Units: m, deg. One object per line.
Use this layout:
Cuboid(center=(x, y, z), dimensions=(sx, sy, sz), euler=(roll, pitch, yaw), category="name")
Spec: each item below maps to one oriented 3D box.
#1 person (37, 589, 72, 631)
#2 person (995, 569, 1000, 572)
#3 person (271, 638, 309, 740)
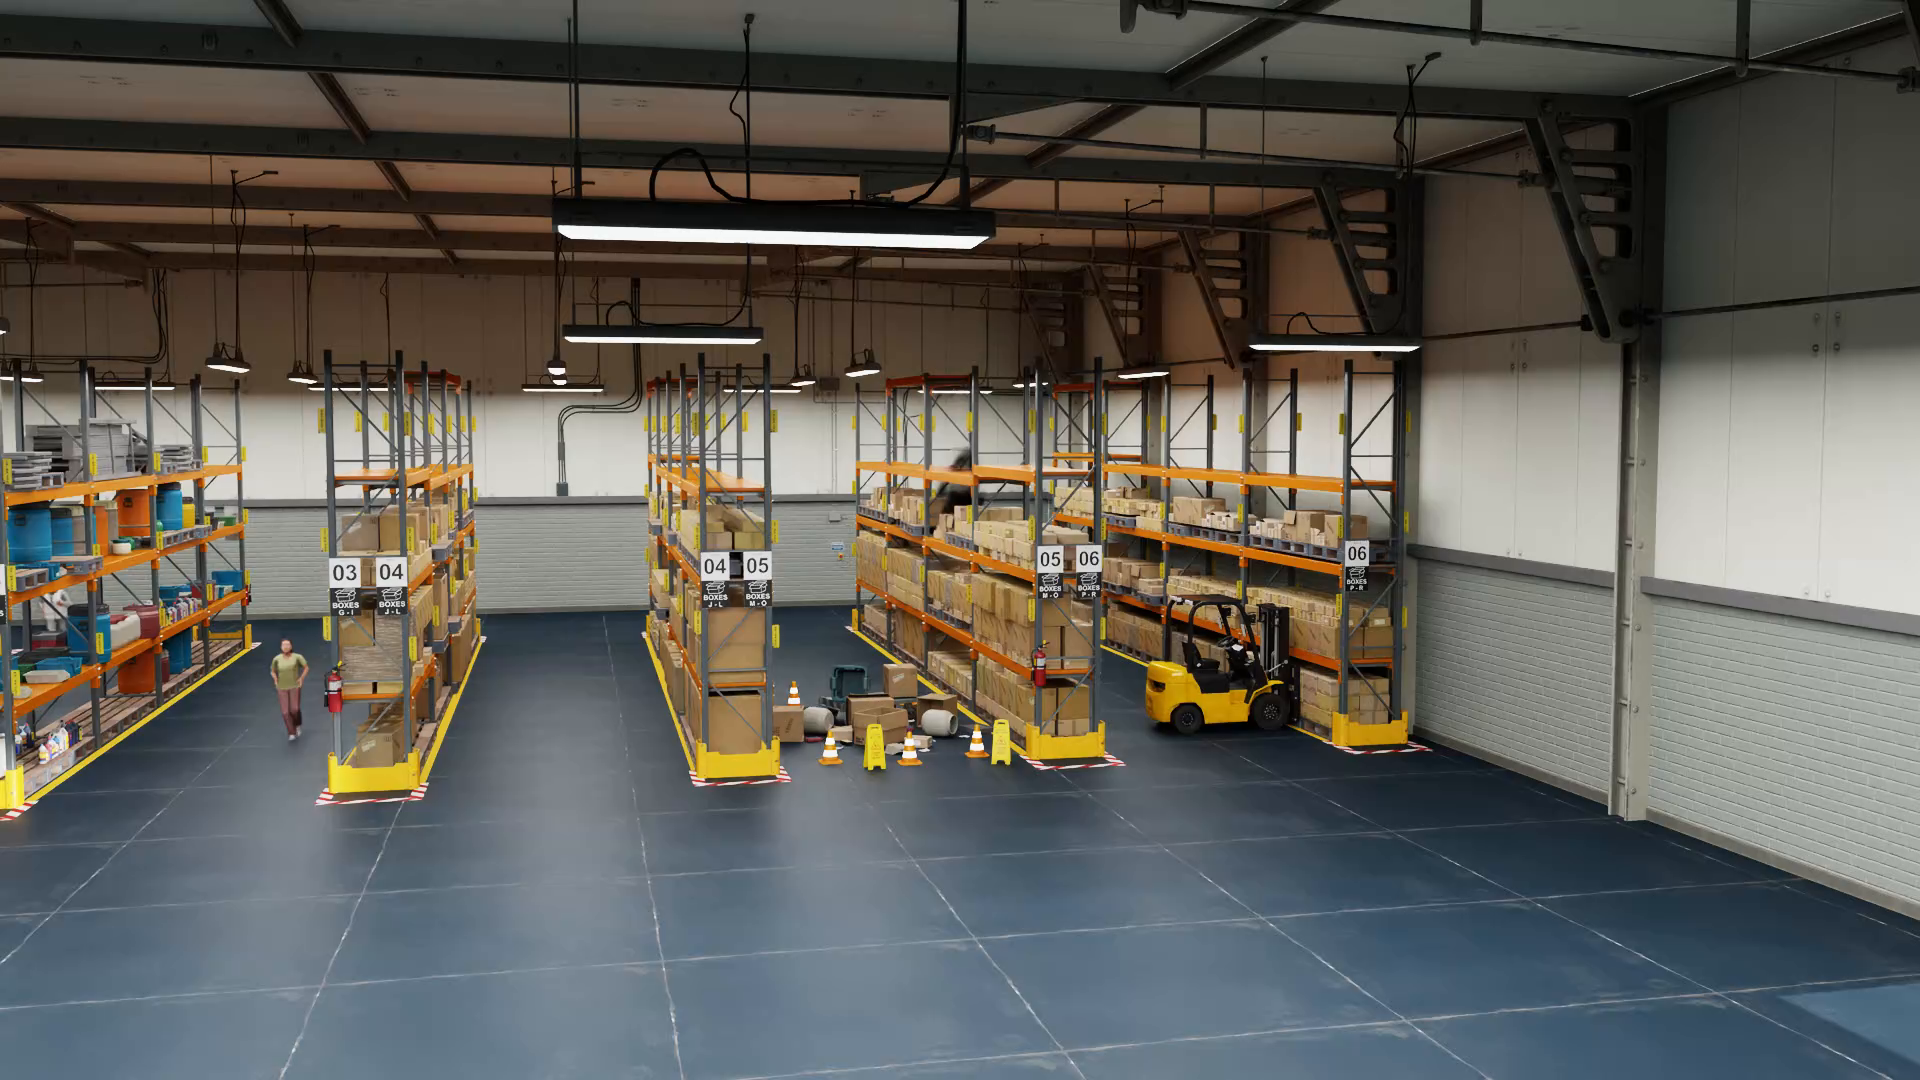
Cuboid(center=(-19.173, 1.682, 35.226), dimensions=(0.658, 1.836, 0.751), euler=(-2, 4, -25), category="person")
Cuboid(center=(0.825, 1.495, 37.217), dimensions=(0.701, 1.761, 1.049), euler=(-1, 4, -20), category="person")
Cuboid(center=(-10.588, 2.356, 26.232), dimensions=(0.556, 1.626, 0.520), euler=(-1, 4, -13), category="person")
